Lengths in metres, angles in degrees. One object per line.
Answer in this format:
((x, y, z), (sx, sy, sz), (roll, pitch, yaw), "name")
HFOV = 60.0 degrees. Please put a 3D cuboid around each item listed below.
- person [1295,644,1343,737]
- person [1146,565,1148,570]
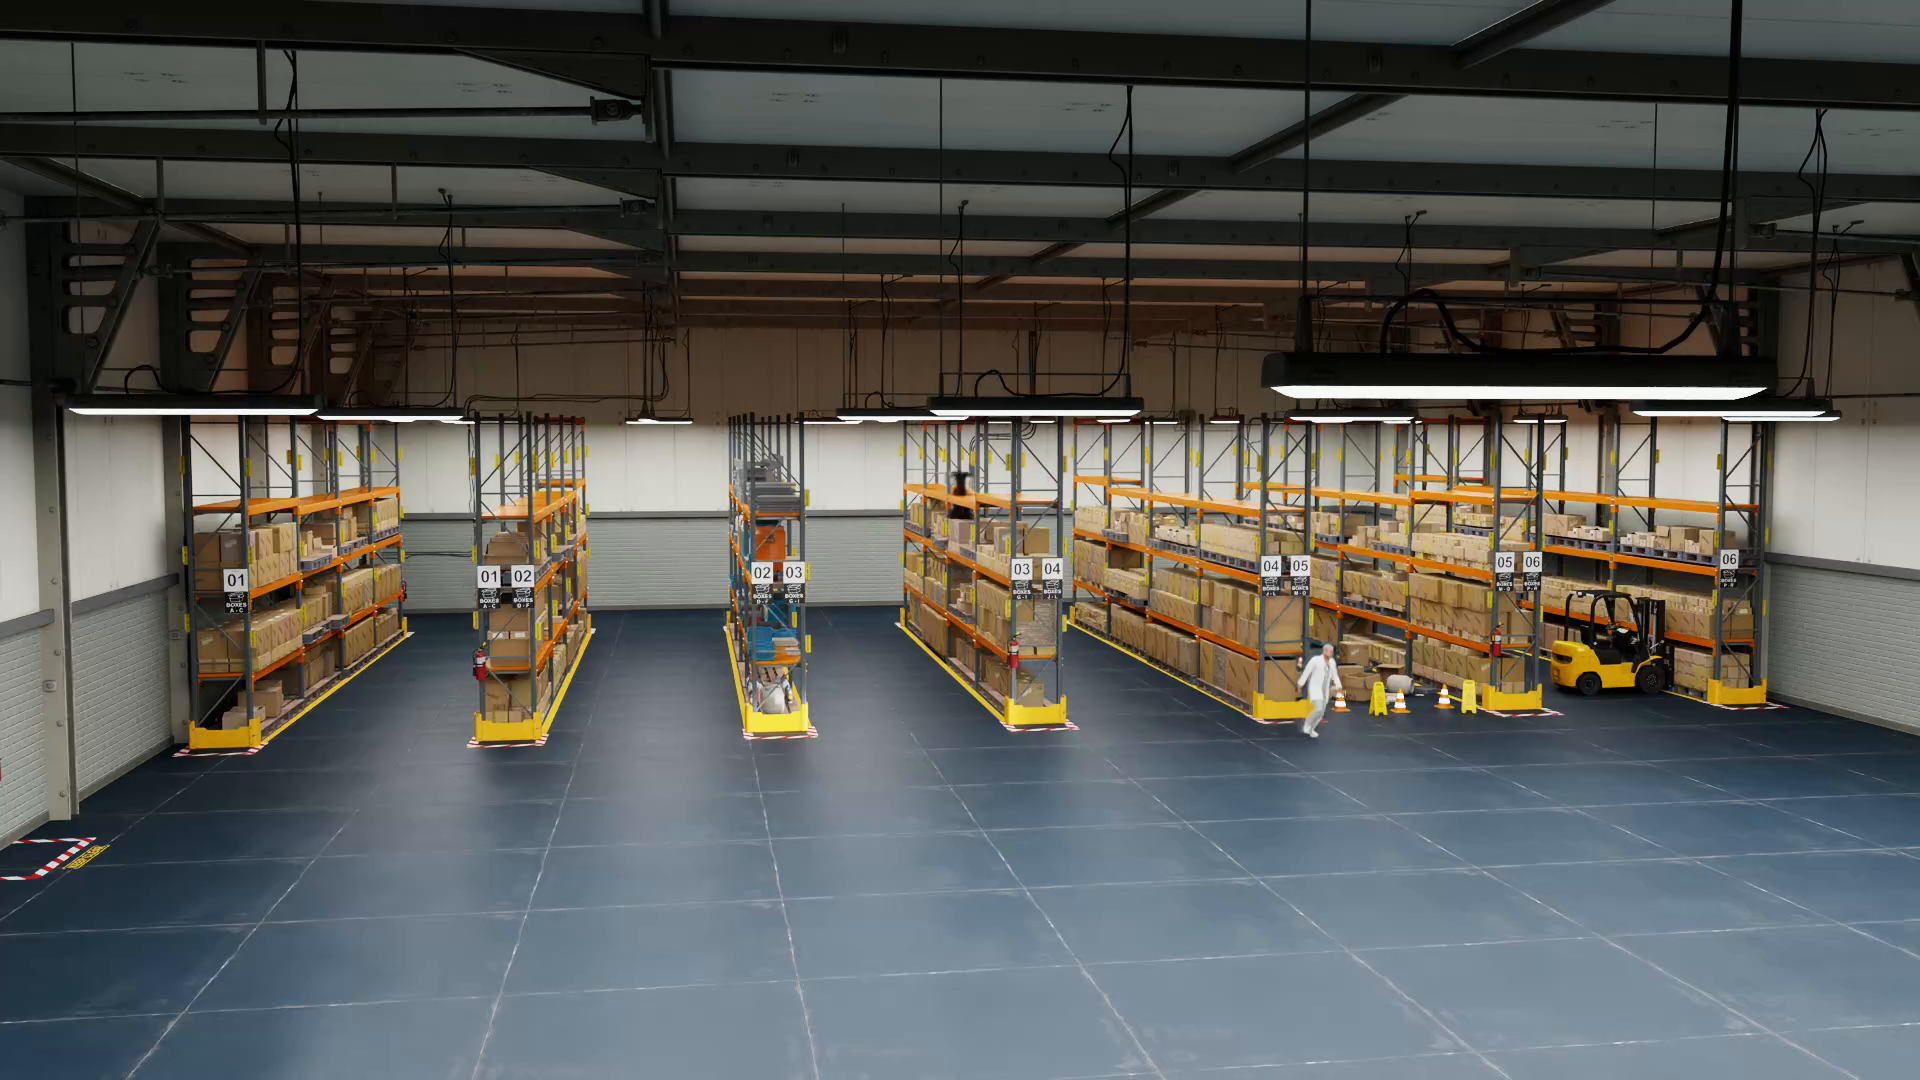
((6.647, 2.773, 30.663), (0.689, 1.738, 0.707), (-3, 5, -34), "person")
((5.621, 1.589, 48.742), (0.630, 1.708, 0.805), (-3, 5, -40), "person")
